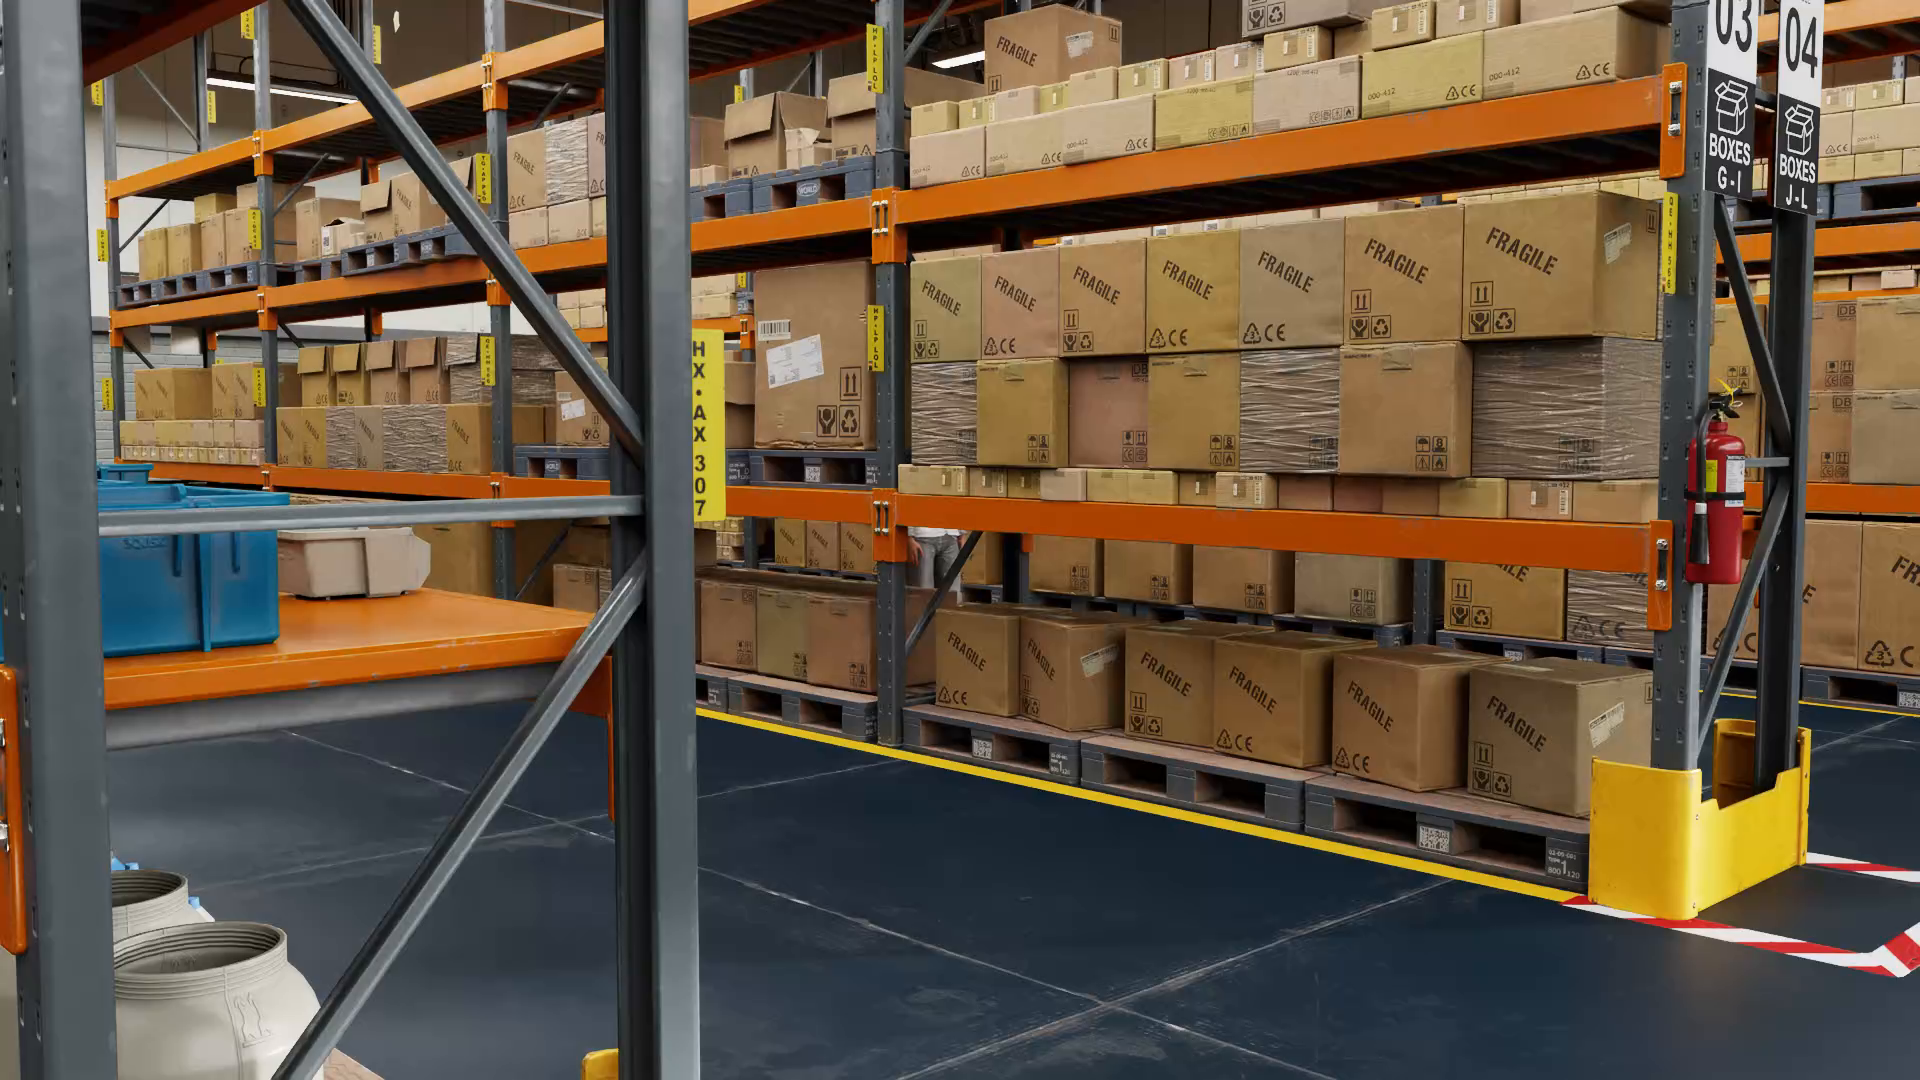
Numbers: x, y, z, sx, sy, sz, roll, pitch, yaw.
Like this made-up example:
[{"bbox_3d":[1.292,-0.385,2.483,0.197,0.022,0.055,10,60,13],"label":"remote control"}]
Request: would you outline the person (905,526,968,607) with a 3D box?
[{"bbox_3d":[-0.176,0.004,11.003,0.457,1.773,0.592,4,5,43],"label":"person"}]
